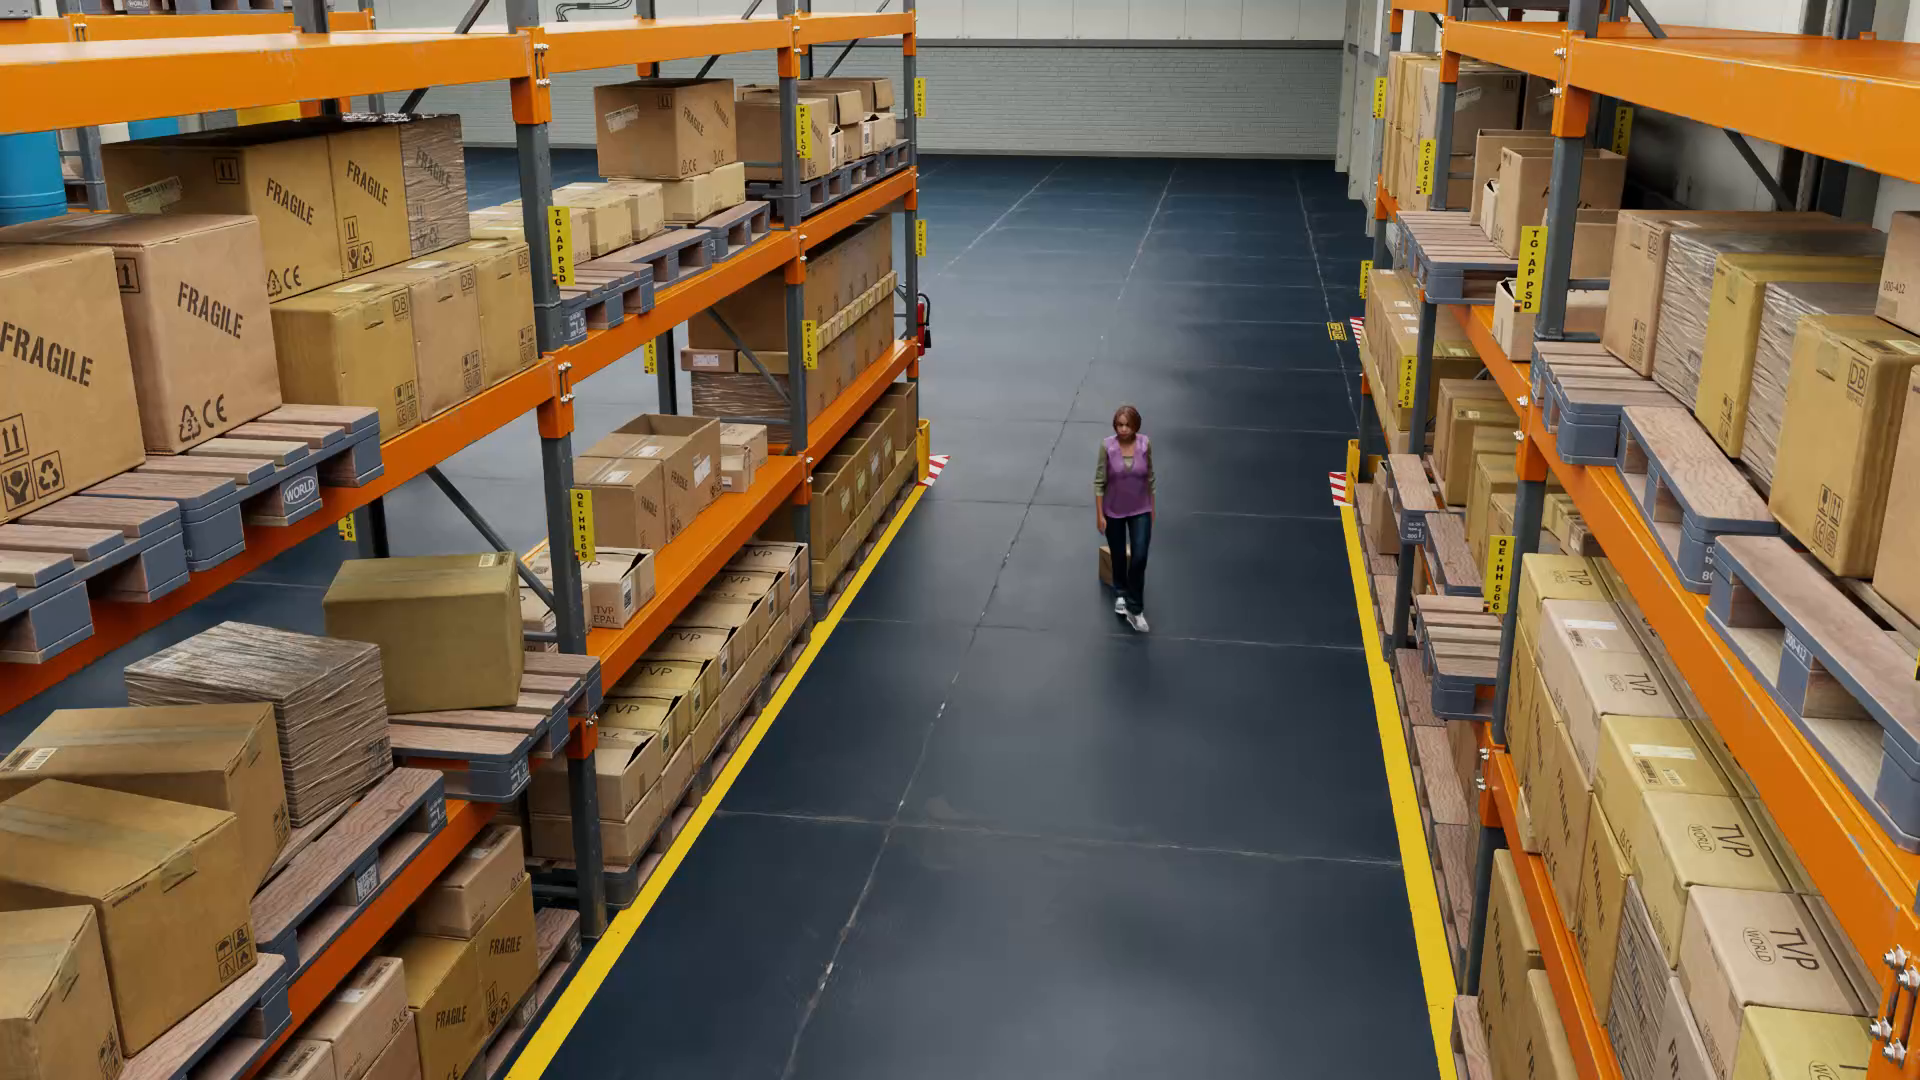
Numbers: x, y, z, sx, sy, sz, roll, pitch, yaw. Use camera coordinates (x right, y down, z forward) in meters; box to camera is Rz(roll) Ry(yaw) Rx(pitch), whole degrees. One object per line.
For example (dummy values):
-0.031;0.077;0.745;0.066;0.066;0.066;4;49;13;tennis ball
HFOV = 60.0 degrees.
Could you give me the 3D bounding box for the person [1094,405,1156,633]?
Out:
1.153;-0.176;11.661;0.440;1.638;0.532;1;18;4;person
